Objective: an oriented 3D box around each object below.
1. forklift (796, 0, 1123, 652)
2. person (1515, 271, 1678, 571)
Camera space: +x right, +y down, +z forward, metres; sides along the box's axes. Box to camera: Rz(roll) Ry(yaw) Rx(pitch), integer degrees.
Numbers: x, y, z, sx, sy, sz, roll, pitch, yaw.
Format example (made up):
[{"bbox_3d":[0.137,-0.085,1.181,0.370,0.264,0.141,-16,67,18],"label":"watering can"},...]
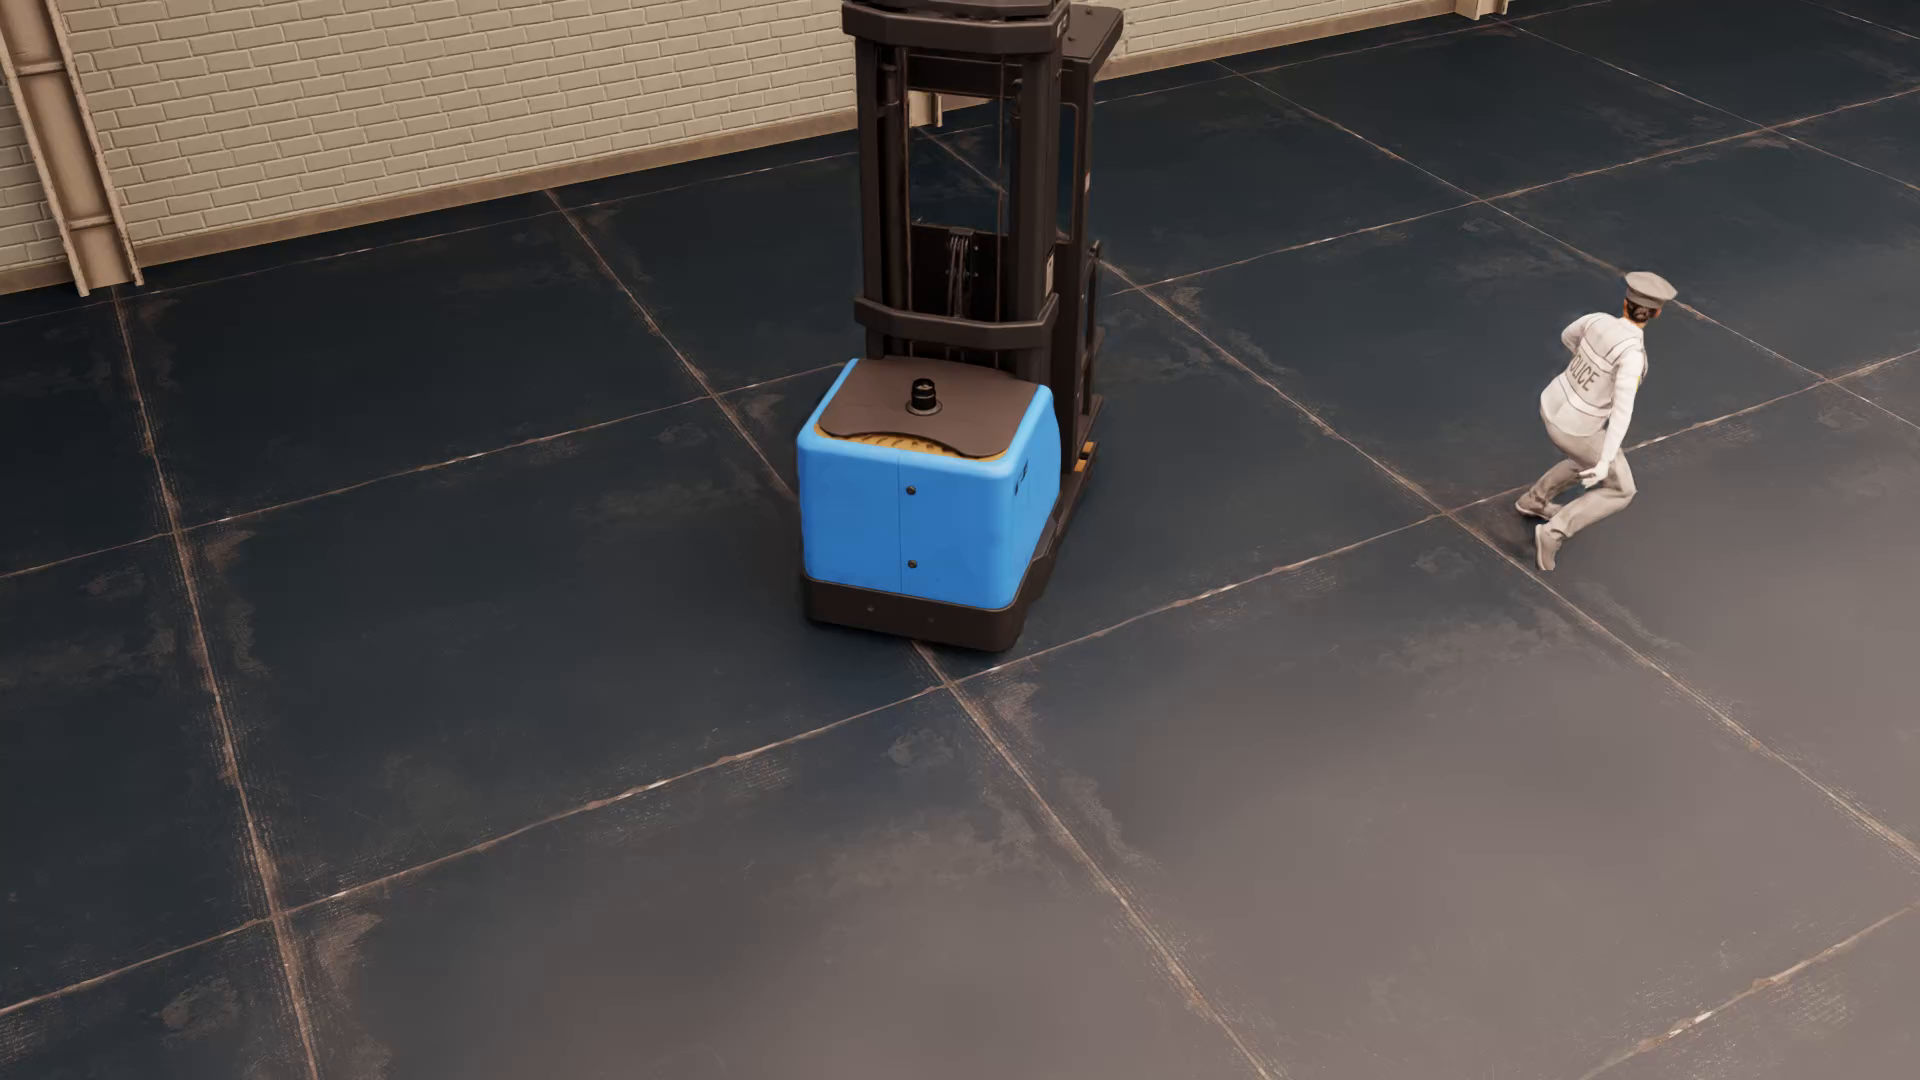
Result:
[{"bbox_3d":[0.139,-1.523,8.278,1.130,2.935,3.031,9,36,13],"label":"forklift"},{"bbox_3d":[3.134,-0.561,8.212,0.494,1.533,0.914,0,35,1],"label":"person"}]
